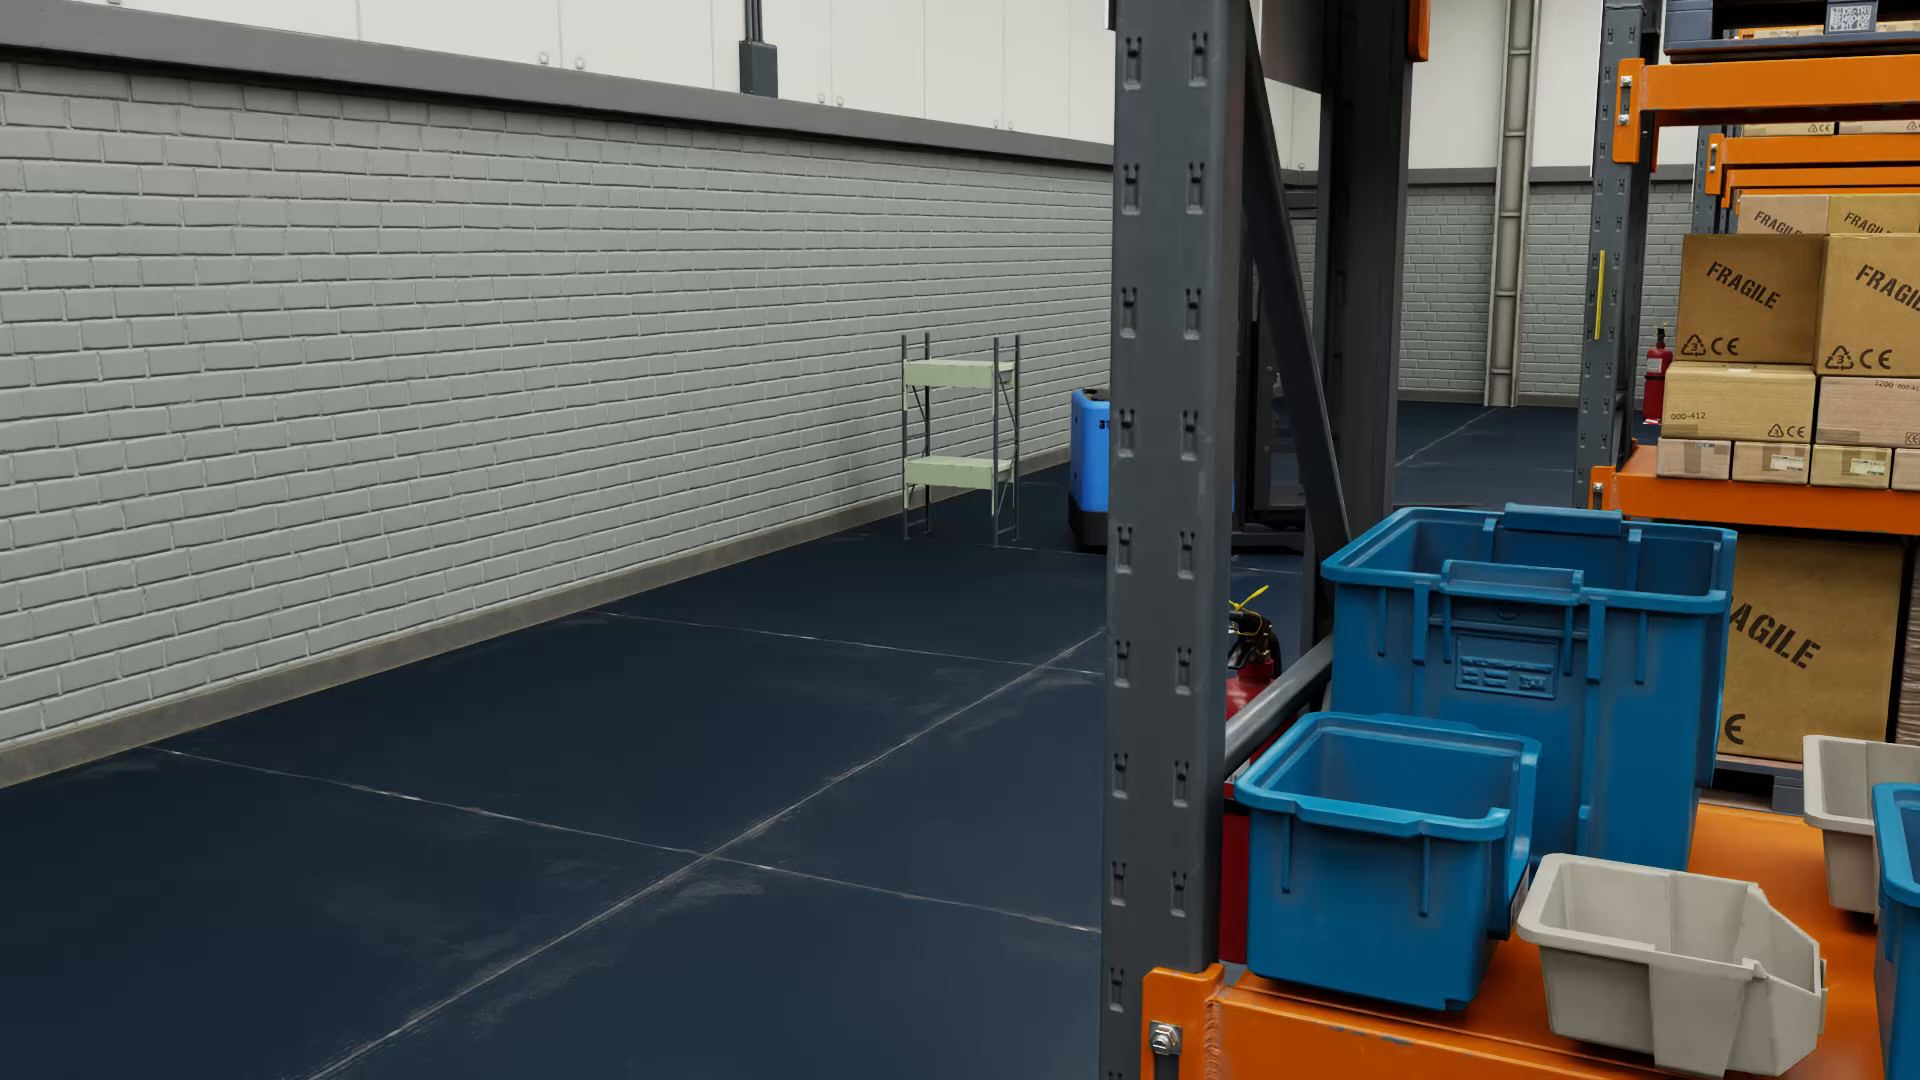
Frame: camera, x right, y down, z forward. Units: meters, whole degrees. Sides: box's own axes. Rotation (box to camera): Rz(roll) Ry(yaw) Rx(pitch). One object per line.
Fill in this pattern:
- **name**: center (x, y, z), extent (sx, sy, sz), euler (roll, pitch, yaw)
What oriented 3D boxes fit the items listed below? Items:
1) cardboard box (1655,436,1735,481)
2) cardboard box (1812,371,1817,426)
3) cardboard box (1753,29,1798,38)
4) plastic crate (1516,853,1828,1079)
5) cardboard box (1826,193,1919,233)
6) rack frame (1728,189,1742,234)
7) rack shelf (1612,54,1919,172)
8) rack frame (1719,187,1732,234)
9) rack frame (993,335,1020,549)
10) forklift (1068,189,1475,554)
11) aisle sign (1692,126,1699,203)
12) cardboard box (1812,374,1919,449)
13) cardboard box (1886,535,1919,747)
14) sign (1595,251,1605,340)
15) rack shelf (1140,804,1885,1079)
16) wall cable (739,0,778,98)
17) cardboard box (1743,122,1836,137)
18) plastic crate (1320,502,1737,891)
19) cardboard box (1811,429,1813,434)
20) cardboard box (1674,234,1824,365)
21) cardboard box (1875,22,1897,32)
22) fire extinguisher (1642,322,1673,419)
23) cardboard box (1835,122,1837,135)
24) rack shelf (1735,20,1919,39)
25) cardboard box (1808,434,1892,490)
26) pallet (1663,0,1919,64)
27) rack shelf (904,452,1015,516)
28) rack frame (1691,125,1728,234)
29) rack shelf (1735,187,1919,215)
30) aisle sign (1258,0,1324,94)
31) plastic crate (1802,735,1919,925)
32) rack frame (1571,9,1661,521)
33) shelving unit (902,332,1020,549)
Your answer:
- **cardboard box**: center (2.808, -0.331, 6.344), extent (0.250, 0.149, 0.380), euler (5, 11, 26)
- **cardboard box**: center (3.642, -0.572, 6.556), extent (0.500, 0.250, 0.500), euler (5, 11, 25)
- **cardboard box**: center (5.111, -3.102, 10.424), extent (0.250, 0.149, 0.380), euler (5, 11, 25)
- **plastic crate**: center (0.771, 0.466, 1.804), extent (0.298, 0.136, 0.250), euler (5, 11, 26)
- **cardboard box**: center (5.661, -1.891, 10.332), extent (0.500, 0.500, 0.500), euler (5, 12, 27)
- **rack frame**: center (9.213, -2.911, 19.894), extent (0.127, 3.000, 1.000), euler (5, 11, 26)
- **rack shelf**: center (4.429, -1.500, 5.693), extent (4.000, 0.370, 1.077), euler (5, 11, 26)
- **rack frame**: center (7.020, -2.118, 15.512), extent (0.127, 3.000, 1.000), euler (5, 11, 26)
- **rack frame**: center (0.334, -0.709, 11.934), extent (0.023, 1.500, 0.400), euler (5, 11, 26)
- **forklift**: center (2.340, -1.430, 11.900), extent (3.031, 2.935, 1.130), euler (0, 10, -1)
- **aisle sign**: center (4.723, -2.557, 10.635), extent (0.004, 0.787, 0.394), euler (5, 11, 26)
- **cardboard box**: center (3.416, -0.487, 6.086), extent (0.500, 0.250, 0.500), euler (5, 11, 25)
- **cardboard box**: center (4.061, 0.413, 6.314), extent (0.875, 0.875, 0.875), euler (5, 11, 26)
- **sign**: center (2.385, -0.912, 6.196), extent (0.005, 0.325, 0.100), euler (5, 11, 26)
- **rack shelf**: center (2.238, 0.767, 1.589), extent (4.000, 0.370, 1.077), euler (5, 11, 26)
- **wall cable**: center (-0.910, -6.067, 11.450), extent (0.120, 5.999, 2.277), euler (5, 11, 26)
- **cardboard box**: center (5.210, -2.646, 10.425), extent (0.500, 0.250, 0.500), euler (5, 12, 28)
- **plastic crate**: center (0.827, 0.205, 2.407), extent (0.499, 0.435, 0.616), euler (5, 11, 26)
- **cardboard box**: center (3.560, -0.396, 6.702), extent (0.250, 0.149, 0.380), euler (5, 11, 26)
- **cardboard box**: center (3.189, -0.981, 6.707), extent (0.500, 0.500, 0.500), euler (5, 11, 27)
- **cardboard box**: center (5.542, -3.046, 10.115), extent (0.250, 0.149, 0.380), euler (5, 11, 26)
- **fire extinguisher**: center (4.899, -1.192, 11.657), extent (0.183, 0.674, 0.296), euler (5, 11, 26)
- **cardboard box**: center (5.446, -2.728, 10.881), extent (0.500, 0.250, 0.500), euler (5, 11, 25)
- **rack shelf**: center (8.814, -4.362, 14.207), extent (4.000, 0.370, 1.077), euler (5, 11, 26)
- **cardboard box**: center (3.268, -0.291, 6.122), extent (0.250, 0.149, 0.380), euler (5, 11, 24)
- **pallet**: center (3.305, -1.911, 6.194), extent (1.213, 0.211, 1.003), euler (5, 11, 26)
- **rack shelf**: center (0.006, -0.417, 12.152), extent (0.720, 0.370, 0.431), euler (5, 11, 26)
- **rack frame**: center (4.921, -1.320, 11.100), extent (0.127, 3.000, 1.000), euler (5, 11, 26)
- **rack shelf**: center (11.007, -3.876, 18.820), extent (4.000, 0.370, 1.077), euler (5, 11, 26)
- **aisle sign**: center (0.509, -1.076, 2.455), extent (0.004, 0.787, 0.394), euler (5, 11, 26)
- **plastic crate**: center (1.255, 0.391, 2.219), extent (0.243, 0.136, 0.396), euler (5, 11, 26)
- **rack frame**: center (2.636, -0.536, 6.767), extent (0.127, 3.000, 1.000), euler (5, 11, 26)
- **shelving unit**: center (0.006, -0.737, 12.094), extent (0.755, 1.500, 0.431), euler (5, 11, 26)
